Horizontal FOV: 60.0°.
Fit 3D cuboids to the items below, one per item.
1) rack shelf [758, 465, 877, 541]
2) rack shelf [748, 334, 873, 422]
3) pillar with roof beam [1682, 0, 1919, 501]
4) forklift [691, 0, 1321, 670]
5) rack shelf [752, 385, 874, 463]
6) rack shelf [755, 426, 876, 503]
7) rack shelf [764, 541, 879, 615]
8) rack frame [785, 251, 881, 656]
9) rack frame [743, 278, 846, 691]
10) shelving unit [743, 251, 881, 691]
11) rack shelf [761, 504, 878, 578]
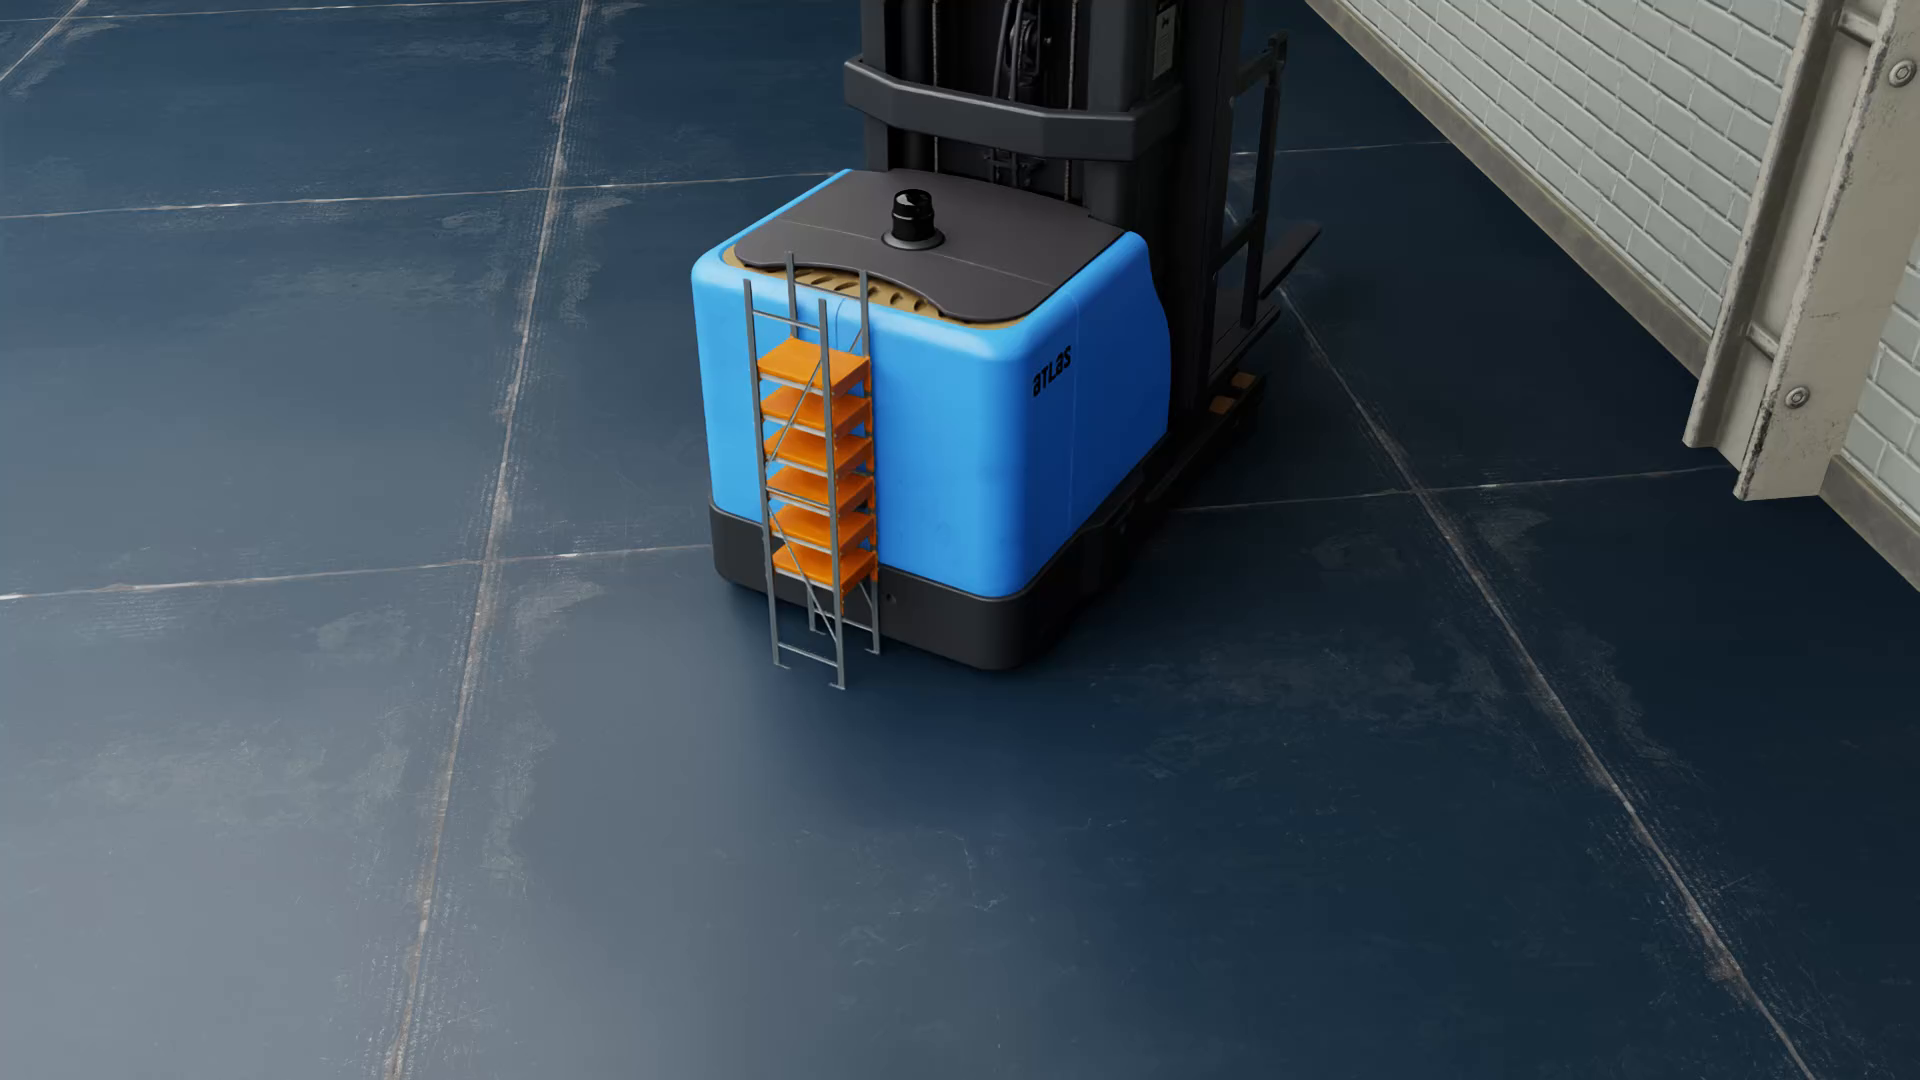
[{"bbox_3d":[-0.379,-0.117,4.435,0.258,0.103,0.180,18,38,24],"label":"rack shelf"},{"bbox_3d":[-0.379,-0.414,4.232,0.258,0.103,0.180,18,38,24],"label":"rack shelf"},{"bbox_3d":[-1.587,-3.643,2.605,9.100,9.000,0.400,-4,35,-6],"label":"pillar with roof beam"},{"bbox_3d":[0.425,-1.656,5.078,1.130,2.935,3.031,18,38,24],"label":"forklift"},{"bbox_3d":[-0.379,-0.315,4.300,0.258,0.103,0.180,18,38,24],"label":"rack shelf"},{"bbox_3d":[-0.379,-0.216,4.367,0.258,0.103,0.180,18,38,24],"label":"rack shelf"},{"bbox_3d":[-0.379,0.081,4.570,0.258,0.103,0.180,18,38,24],"label":"rack shelf"},{"bbox_3d":[-0.334,-0.198,4.476,0.240,1.200,0.006,18,38,24],"label":"rack frame"},{"bbox_3d":[-0.424,-0.109,4.344,0.240,1.200,0.006,18,38,24],"label":"rack frame"},{"bbox_3d":[-0.379,-0.154,4.410,0.258,1.200,0.189,18,38,24],"label":"shelving unit"},{"bbox_3d":[-0.379,-0.018,4.503,0.258,0.103,0.180,18,38,24],"label":"rack shelf"}]
